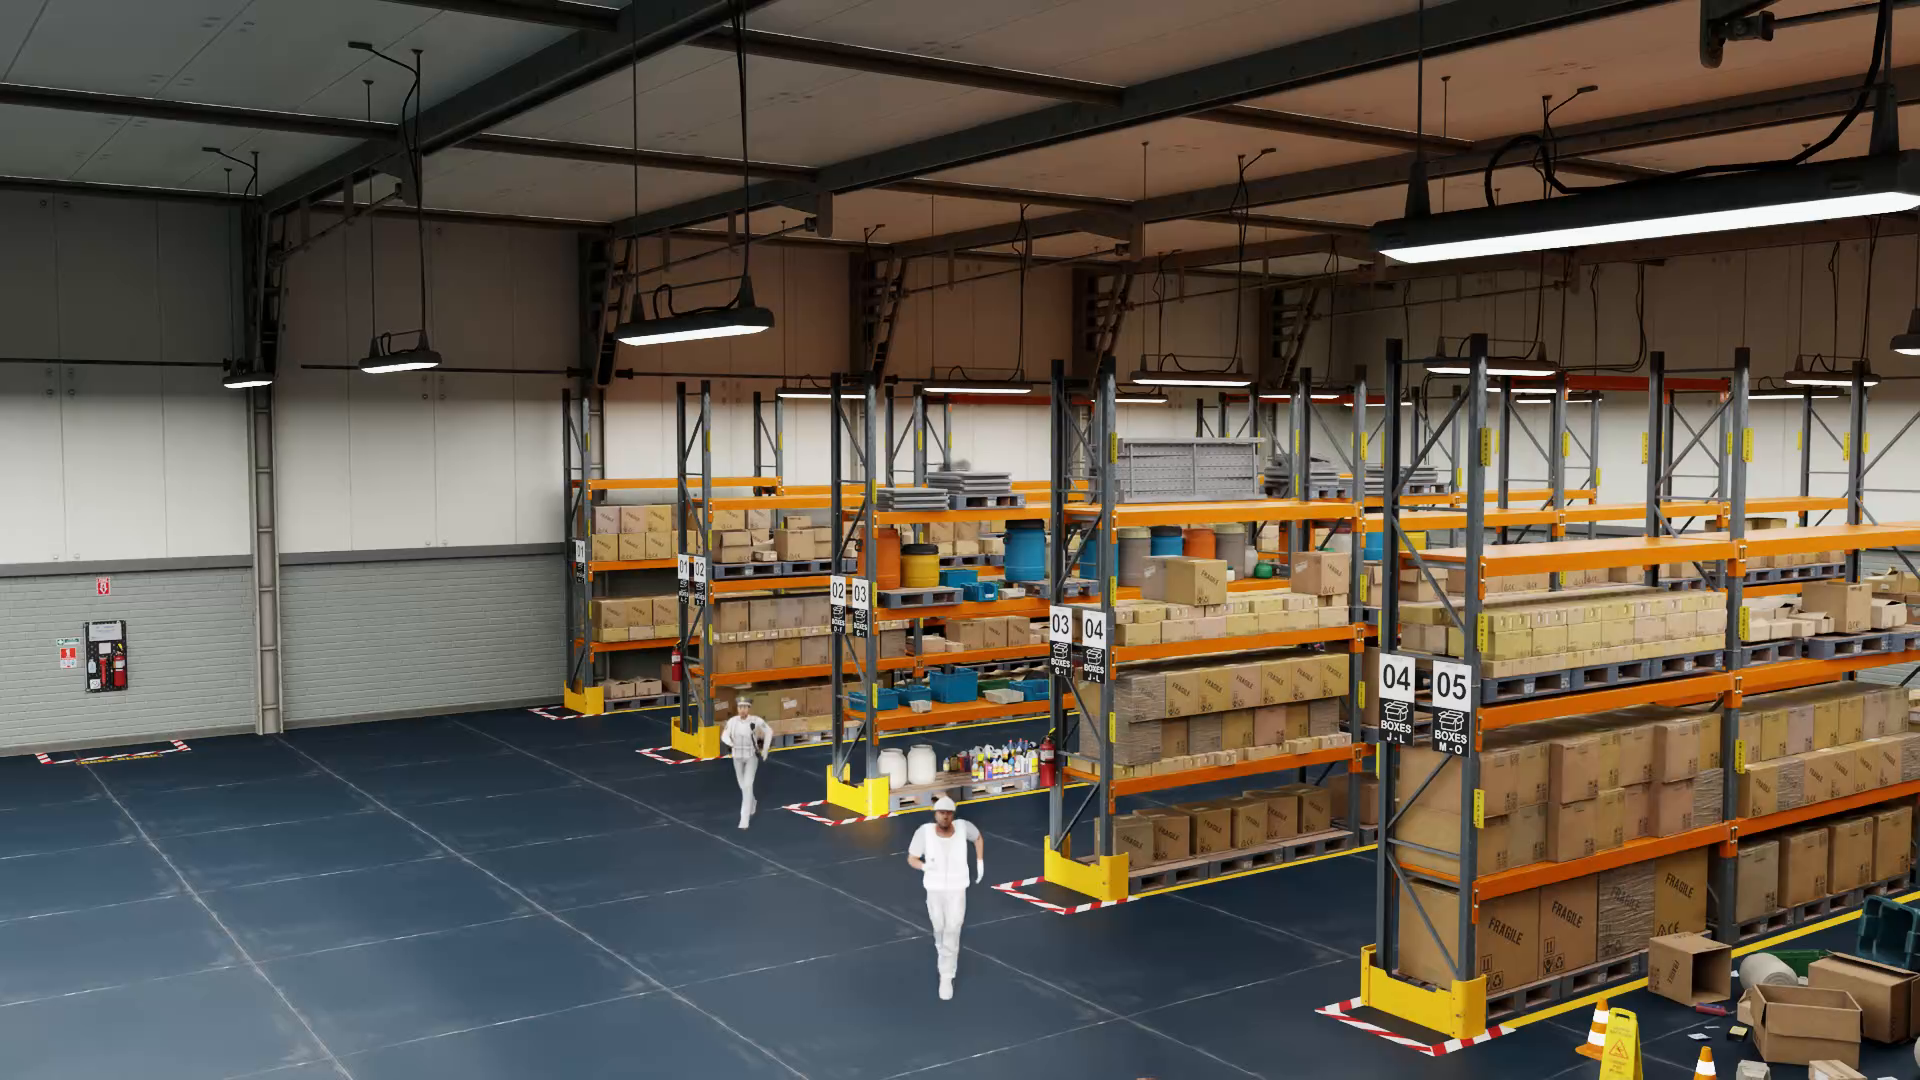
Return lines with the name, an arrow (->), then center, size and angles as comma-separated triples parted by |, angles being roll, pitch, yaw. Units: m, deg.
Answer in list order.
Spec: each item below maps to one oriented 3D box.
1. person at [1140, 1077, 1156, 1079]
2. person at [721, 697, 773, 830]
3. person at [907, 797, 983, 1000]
person -> 1.037, 3.835, 9.399 | 0.547, 1.465, 0.521 | 0, 4, 5
person -> -2.842, 2.909, 22.070 | 0.639, 1.714, 0.877 | 1, 4, 11
person -> -0.136, 3.279, 15.582 | 0.712, 1.822, 0.945 | 0, 4, 0
